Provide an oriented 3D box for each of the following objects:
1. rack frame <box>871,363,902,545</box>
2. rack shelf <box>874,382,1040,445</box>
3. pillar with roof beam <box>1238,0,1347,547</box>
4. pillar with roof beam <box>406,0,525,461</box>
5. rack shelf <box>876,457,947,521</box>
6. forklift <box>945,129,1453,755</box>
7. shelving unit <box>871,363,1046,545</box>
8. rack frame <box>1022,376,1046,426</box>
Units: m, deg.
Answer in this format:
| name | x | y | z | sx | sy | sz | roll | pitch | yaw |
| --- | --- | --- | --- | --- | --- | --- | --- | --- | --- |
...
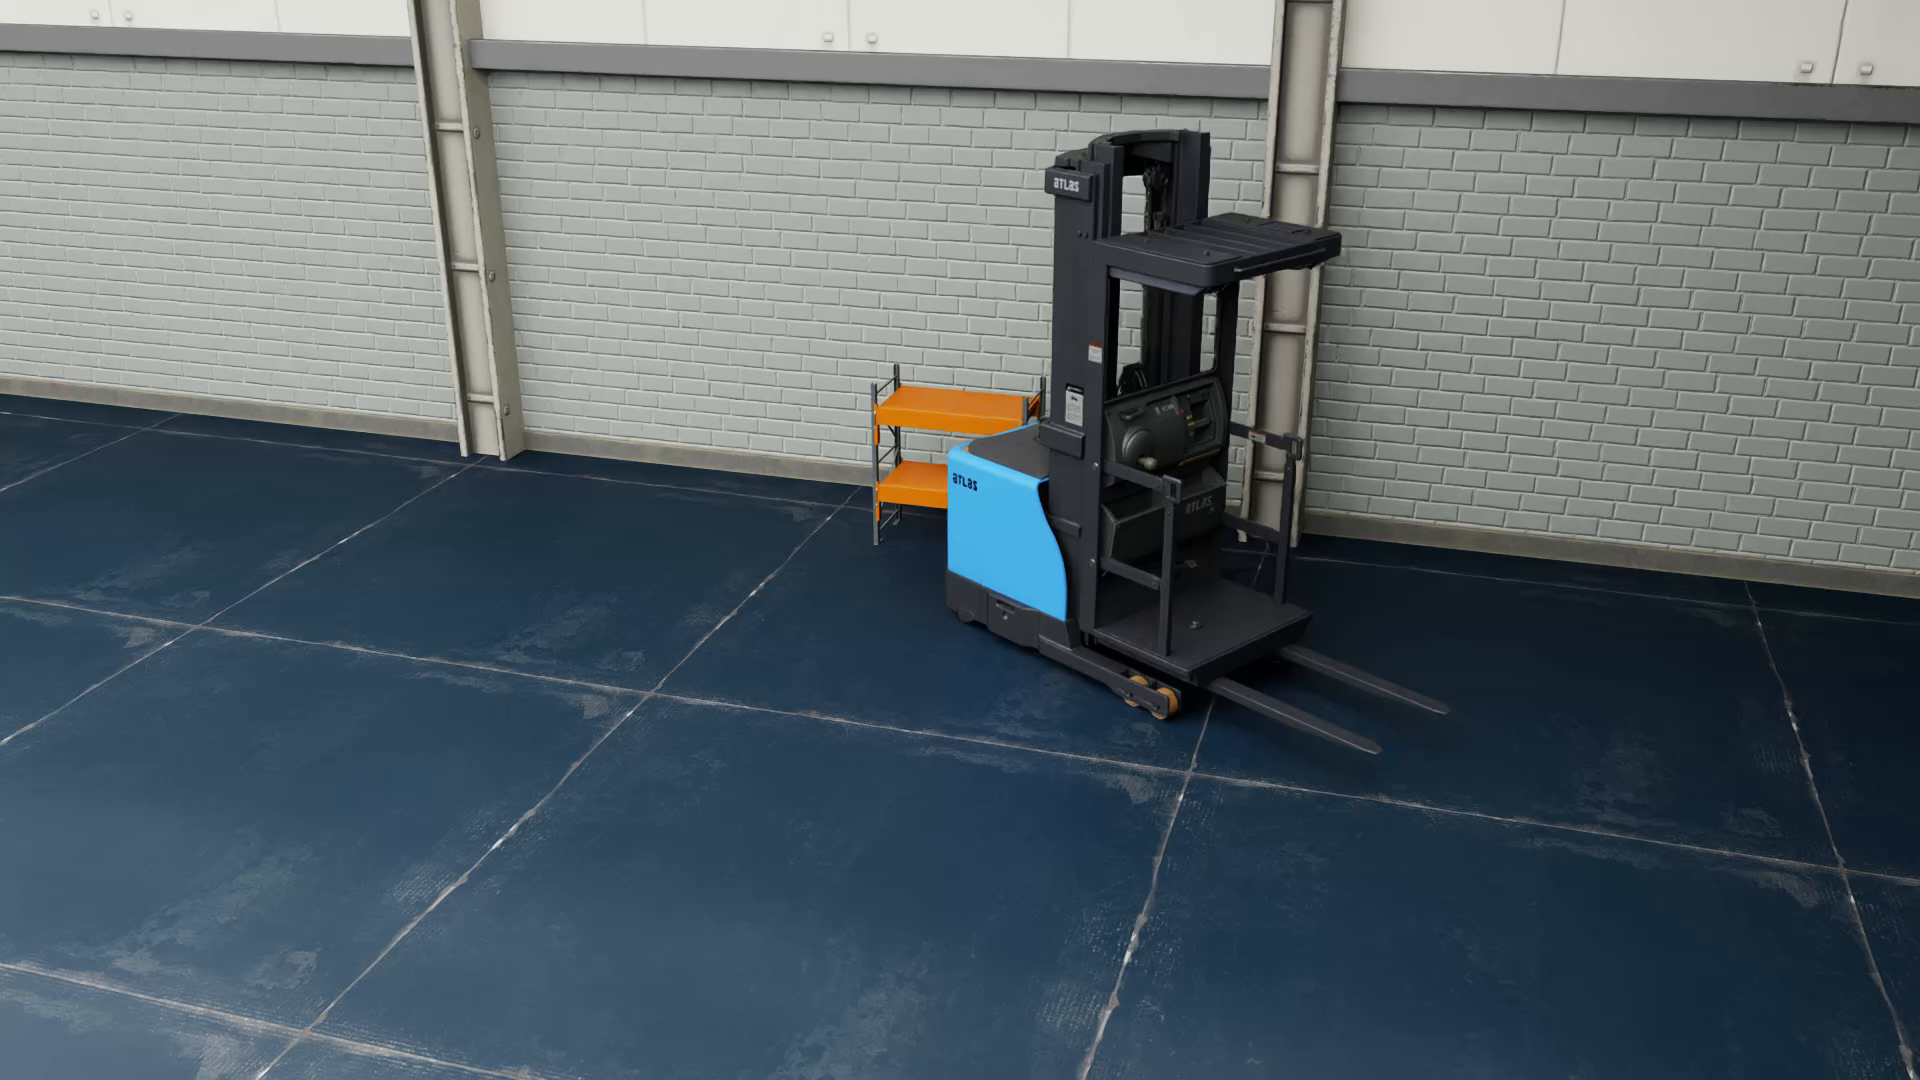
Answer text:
| name | x | y | z | sx | sy | sz | roll | pitch | yaw |
| --- | --- | --- | --- | --- | --- | --- | --- | --- | --- |
| rack frame | -0.493 | -0.577 | 11.194 | 0.032 | 1.125 | 0.500 | 7 | 23 | 16 |
| rack shelf | -0.006 | -0.792 | 10.947 | 1.000 | 0.278 | 0.538 | 7 | 23 | 16 |
| pillar with roof beam | 0.874 | -2.628 | 5.818 | 0.400 | 9.000 | 9.100 | 7 | 23 | 16 |
| pillar with roof beam | -4.871 | -3.285 | 7.422 | 0.400 | 9.000 | 9.100 | 7 | 23 | 16 |
| rack shelf | -0.006 | -0.295 | 11.151 | 1.000 | 0.278 | 0.538 | 7 | 23 | 16 |
| forklift | 1.271 | -0.613 | 8.903 | 1.130 | 2.935 | 3.031 | -19 | 29 | -38 |
| shelving unit | -0.006 | -0.521 | 11.058 | 1.048 | 1.125 | 0.538 | 7 | 23 | 16 |
| rack frame | 0.480 | -0.465 | 10.922 | 0.032 | 1.125 | 0.500 | 7 | 23 | 16 |
